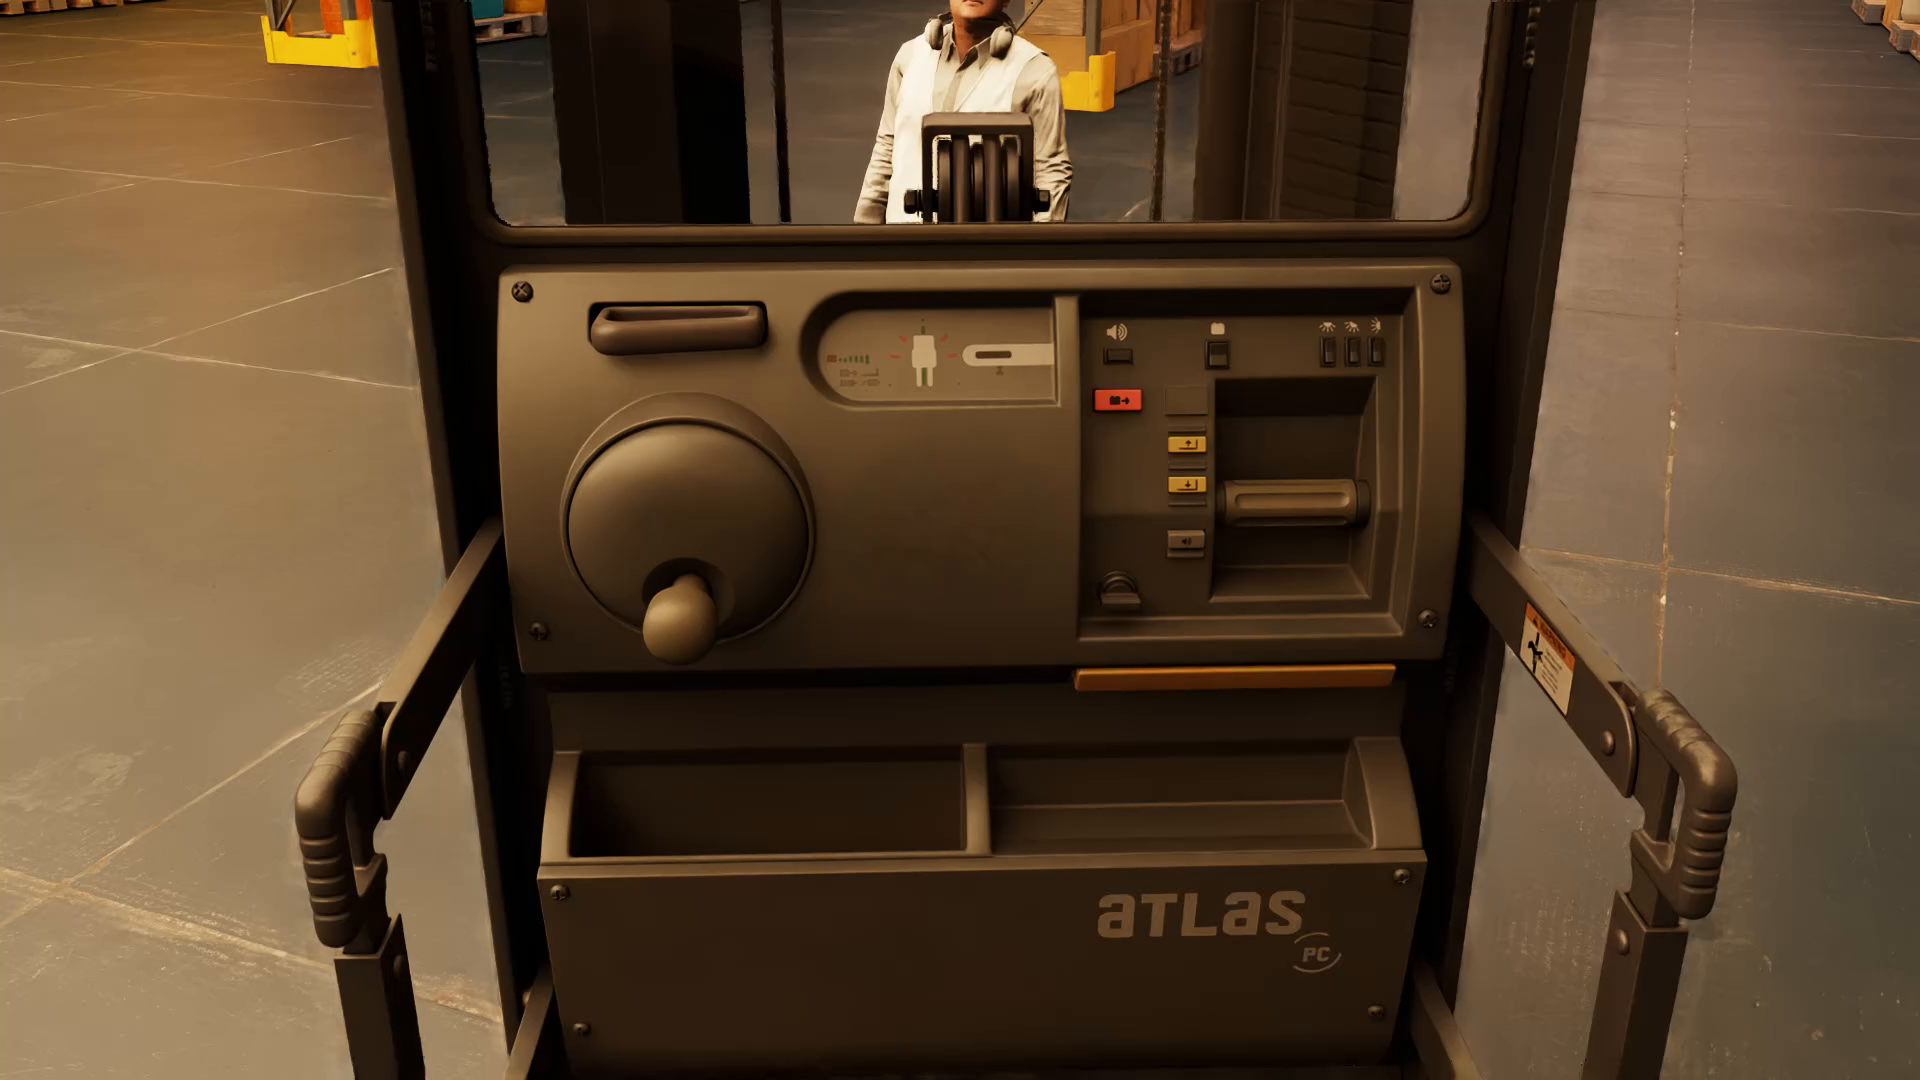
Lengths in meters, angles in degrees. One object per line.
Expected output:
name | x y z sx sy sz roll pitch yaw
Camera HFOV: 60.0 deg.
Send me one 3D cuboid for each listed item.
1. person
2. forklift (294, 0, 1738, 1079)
person | -0.031 -0.804 4.697 0.633 1.775 0.566 9 24 21
forklift | 0.034 -0.053 1.420 1.130 2.935 3.031 -1 23 -2
